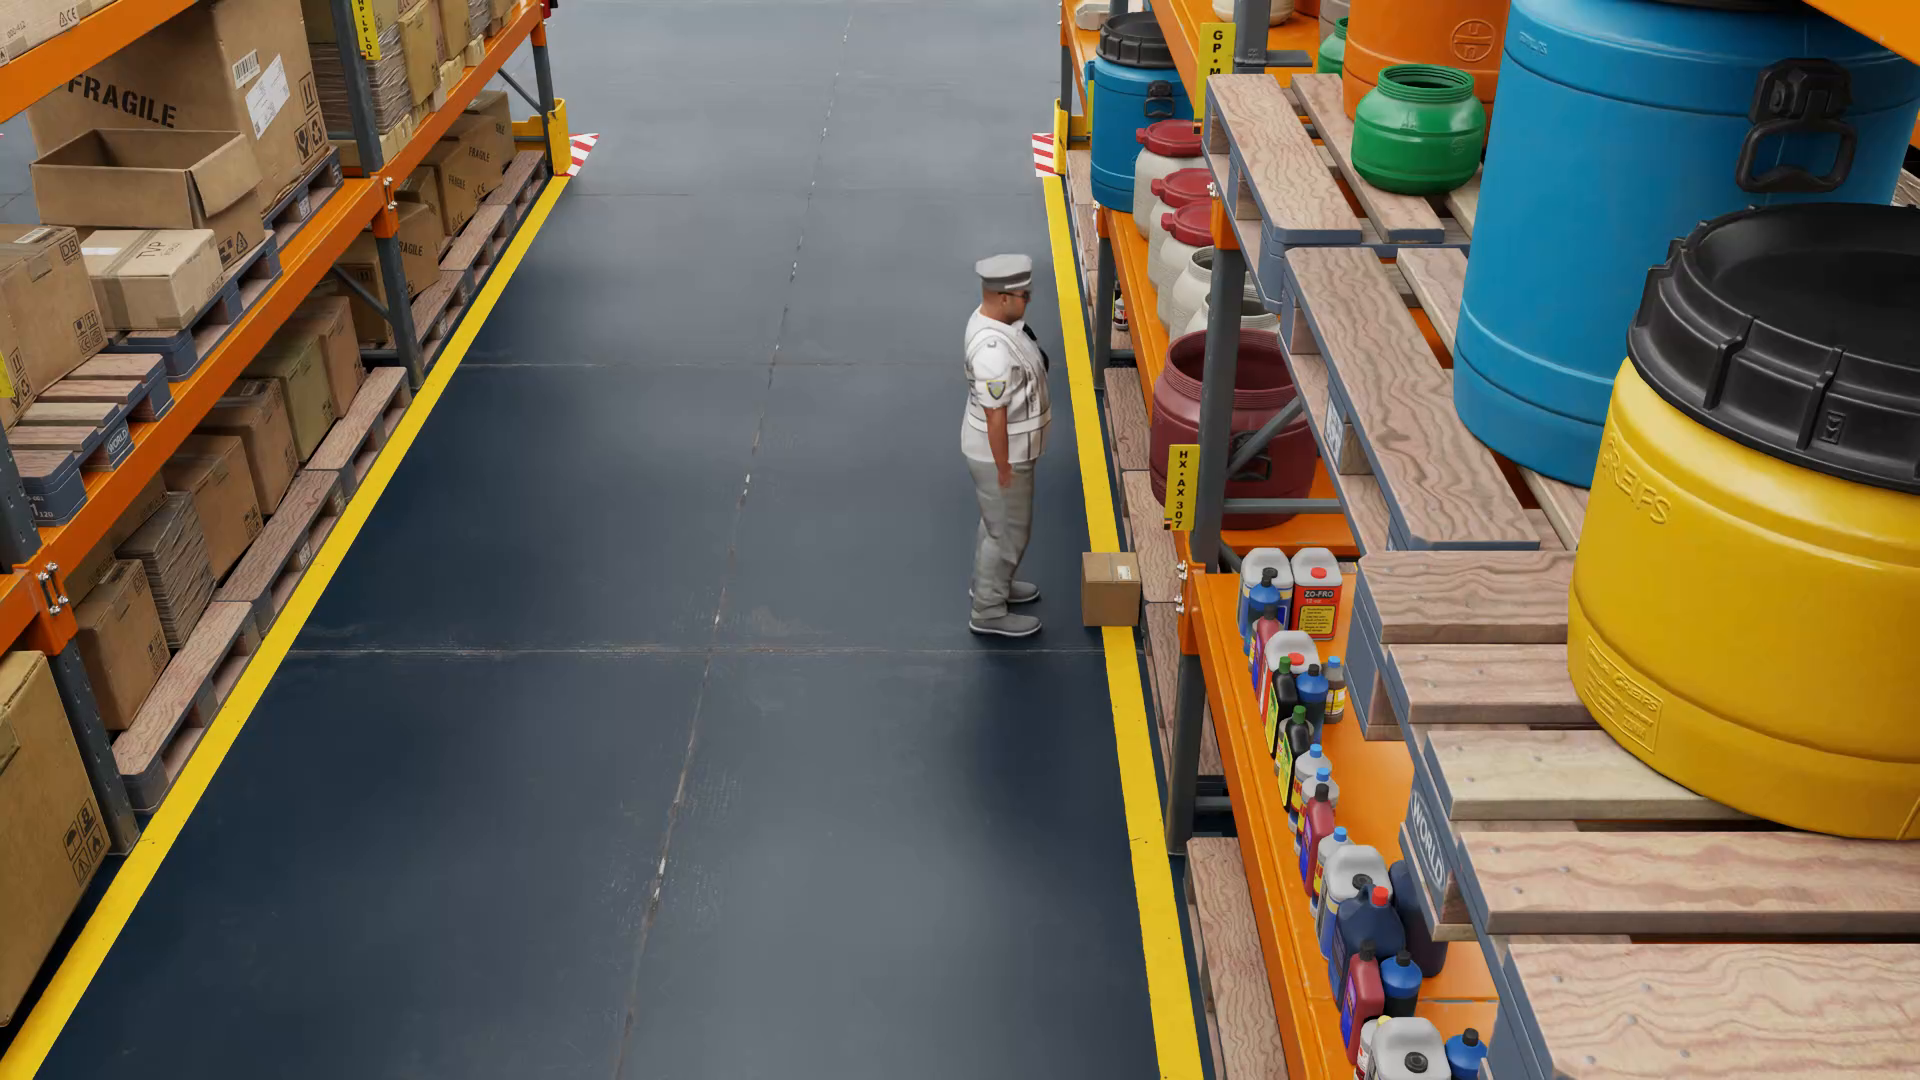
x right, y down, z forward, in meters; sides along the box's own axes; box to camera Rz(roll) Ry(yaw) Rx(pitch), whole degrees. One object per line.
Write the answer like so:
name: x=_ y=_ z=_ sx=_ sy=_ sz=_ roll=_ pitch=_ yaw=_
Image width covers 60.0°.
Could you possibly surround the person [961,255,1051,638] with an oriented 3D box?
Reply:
person: x=0.200 y=-0.414 z=7.321 sx=0.393 sy=1.743 sz=0.529 roll=0 pitch=31 yaw=1
